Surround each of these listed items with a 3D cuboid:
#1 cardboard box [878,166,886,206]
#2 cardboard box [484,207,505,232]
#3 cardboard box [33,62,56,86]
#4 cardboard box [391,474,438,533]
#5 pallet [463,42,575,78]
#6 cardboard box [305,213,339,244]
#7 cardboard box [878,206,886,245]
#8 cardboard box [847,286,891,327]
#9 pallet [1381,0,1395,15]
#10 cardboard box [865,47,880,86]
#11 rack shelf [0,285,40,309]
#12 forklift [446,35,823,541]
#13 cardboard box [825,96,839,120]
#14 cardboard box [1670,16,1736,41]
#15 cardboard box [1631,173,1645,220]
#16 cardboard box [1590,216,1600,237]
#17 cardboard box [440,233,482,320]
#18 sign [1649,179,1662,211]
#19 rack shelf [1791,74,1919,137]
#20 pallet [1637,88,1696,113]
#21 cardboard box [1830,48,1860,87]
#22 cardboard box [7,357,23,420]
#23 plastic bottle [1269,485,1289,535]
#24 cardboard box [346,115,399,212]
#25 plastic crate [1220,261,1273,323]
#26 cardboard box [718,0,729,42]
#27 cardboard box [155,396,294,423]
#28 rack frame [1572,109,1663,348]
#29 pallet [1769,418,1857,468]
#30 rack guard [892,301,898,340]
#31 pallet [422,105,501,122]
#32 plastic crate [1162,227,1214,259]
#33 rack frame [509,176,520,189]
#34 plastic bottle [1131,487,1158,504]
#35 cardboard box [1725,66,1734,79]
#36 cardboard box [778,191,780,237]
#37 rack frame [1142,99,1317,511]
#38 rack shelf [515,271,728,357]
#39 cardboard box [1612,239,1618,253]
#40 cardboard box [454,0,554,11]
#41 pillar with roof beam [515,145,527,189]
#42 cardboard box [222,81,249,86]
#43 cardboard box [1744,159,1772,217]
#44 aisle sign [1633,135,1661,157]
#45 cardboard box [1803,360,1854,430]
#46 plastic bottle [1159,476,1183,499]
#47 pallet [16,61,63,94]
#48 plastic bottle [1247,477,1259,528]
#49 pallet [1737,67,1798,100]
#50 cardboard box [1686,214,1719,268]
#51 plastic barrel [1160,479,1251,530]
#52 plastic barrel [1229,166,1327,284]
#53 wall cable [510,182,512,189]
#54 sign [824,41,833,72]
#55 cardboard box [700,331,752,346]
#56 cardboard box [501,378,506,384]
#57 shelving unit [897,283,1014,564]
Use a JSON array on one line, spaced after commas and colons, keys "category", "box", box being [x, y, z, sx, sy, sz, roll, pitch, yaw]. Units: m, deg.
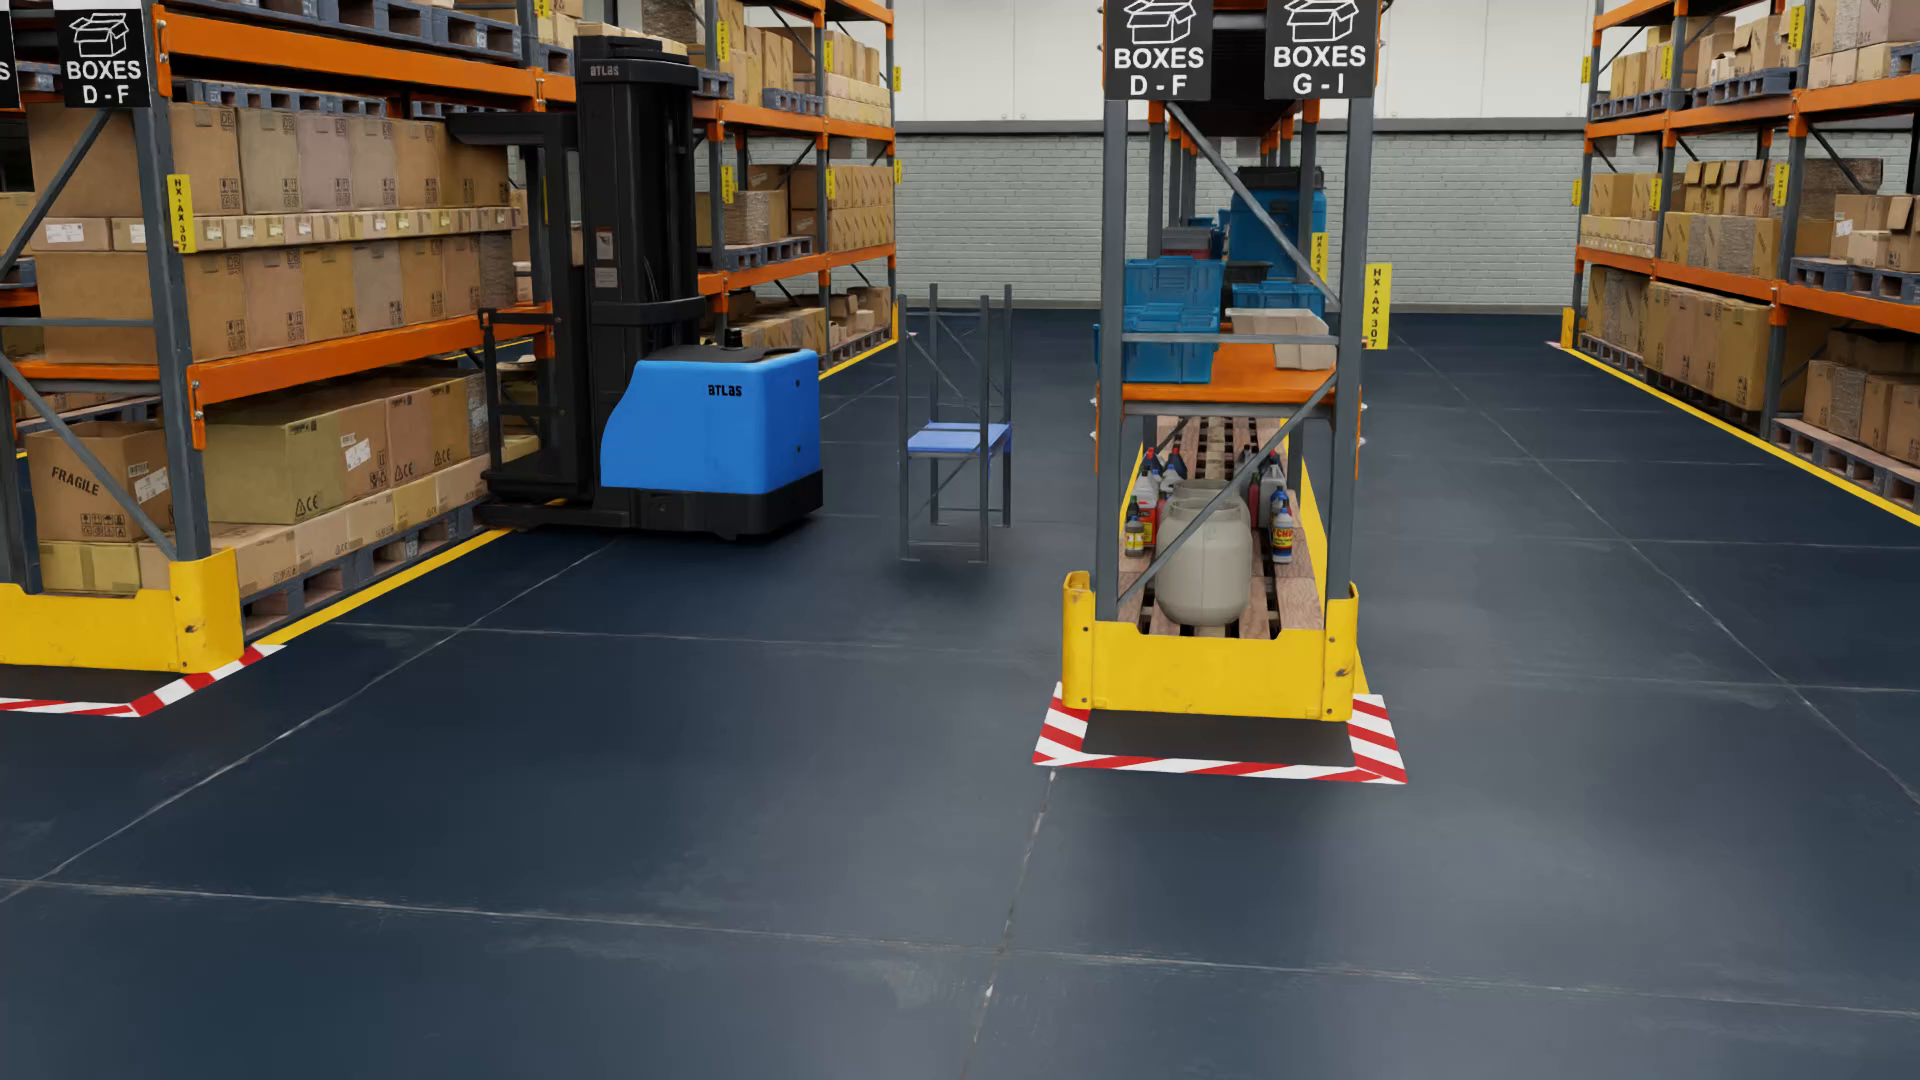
[{"category": "cardboard box", "box": [-1.257, -4.601, 21.610, 0.500, 0.500, 0.500, 2, 12, 10]}, {"category": "cardboard box", "box": [-3.099, -2.023, 10.482, 0.380, 0.149, 0.250, 2, 12, 7]}, {"category": "cardboard box", "box": [-7.800, -4.024, 14.132, 0.797, 0.503, 0.637, 4, 13, 17]}, {"category": "cardboard box", "box": [-3.309, -0.217, 9.409, 0.500, 0.250, 0.500, 2, 12, 9]}, {"category": "pallet", "box": [-3.106, -3.329, 11.652, 0.805, 0.209, 1.217, 1, 12, 6]}, {"category": "cardboard box", "box": [-3.413, -1.595, 8.496, 0.380, 0.149, 0.250, 1, 12, 7]}, {"category": "cardboard box", "box": [-1.259, -4.108, 21.700, 0.500, 0.500, 0.500, 2, 12, 9]}, {"category": "cardboard box", "box": [-1.223, -3.142, 22.340, 0.500, 0.500, 0.500, 2, 12, 9]}, {"category": "pallet", "box": [1.274, -2.321, 6.971, 1.003, 0.211, 1.213, 2, 12, 9]}, {"category": "cardboard box", "box": [-1.446, -6.166, 21.755, 0.700, 0.500, 0.500, 2, 12, 9]}, {"category": "rack shelf", "box": [-7.816, -1.996, 13.843, 1.077, 0.370, 4.000, 2, 12, 9]}, {"category": "forklift", "box": [-2.454, -1.583, 10.383, 3.031, 2.935, 1.130, 4, 13, 16]}, {"category": "cardboard box", "box": [-1.679, -4.923, 18.954, 0.500, 0.250, 0.500, 2, 12, 9]}, {"category": "cardboard box", "box": [7.941, -5.447, 17.776, 0.500, 0.250, 0.500, 1, 12, 5]}, {"category": "cardboard box", "box": [7.677, -3.762, 18.202, 0.500, 0.500, 0.500, 2, 12, 9]}, {"category": "cardboard box", "box": [7.991, -3.820, 20.251, 0.500, 0.250, 0.500, 2, 12, 8]}, {"category": "cardboard box", "box": [-3.365, -1.618, 10.144, 0.700, 0.500, 0.500, 2, 12, 8]}, {"category": "sign", "box": [7.241, -3.595, 17.311, 0.100, 0.325, 0.005, 2, 12, 9]}, {"category": "rack shelf", "box": [6.867, -2.981, 11.293, 1.077, 0.370, 4.000, 2, 12, 9]}, {"category": "pallet", "box": [7.926, -4.708, 17.811, 1.003, 0.211, 1.213, 2, 12, 9]}, {"category": "cardboard box", "box": [6.771, -3.479, 12.253, 0.500, 0.250, 0.500, 2, 12, 10]}, {"category": "cardboard box", "box": [-7.997, -1.187, 13.273, 0.700, 0.500, 0.500, 2, 12, 8]}, {"category": "plastic bottle", "box": [1.736, -0.161, 9.051, 0.097, 0.271, 0.097, 0, 12, 0]}, {"category": "cardboard box", "box": [-3.522, -2.049, 9.063, 0.700, 0.500, 0.500, 2, 12, 9]}, {"category": "plastic crate", "box": [1.459, -1.475, 9.866, 0.767, 0.338, 0.504, 2, 12, 9]}, {"category": "cardboard box", "box": [-2.462, -4.805, 15.439, 0.500, 0.500, 0.500, 2, 12, 9]}, {"category": "cardboard box", "box": [-3.916, -0.497, 8.928, 0.500, 0.500, 0.500, 2, 12, 9]}, {"category": "rack frame", "box": [8.405, -3.948, 21.192, 1.000, 3.000, 0.127, 2, 12, 9]}, {"category": "pallet", "box": [7.053, -0.757, 13.004, 1.003, 0.211, 1.213, 2, 12, 9]}, {"category": "rack guard", "box": [-1.395, -3.032, 22.875, 1.175, 0.500, 0.348, 2, 12, 9]}, {"category": "pallet", "box": [-6.567, -5.443, 21.220, 1.003, 0.211, 1.213, 2, 12, 9]}, {"category": "plastic crate", "box": [1.730, -2.148, 12.688, 0.402, 0.464, 0.583, 2, 12, 9]}, {"category": "rack frame", "box": [-6.278, -4.429, 23.427, 1.000, 3.000, 0.127, 2, 12, 9]}, {"category": "plastic bottle", "box": [0.987, -0.138, 8.936, 0.152, 0.276, 0.135, 2, 12, 7]}, {"category": "cardboard box", "box": [7.412, -4.359, 15.579, 0.380, 0.149, 0.250, 1, 12, 6]}, {"category": "cardboard box", "box": [-2.335, -3.455, 17.669, 0.700, 0.500, 0.500, 4, 13, 18]}, {"category": "rack frame", "box": [1.665, -1.610, 10.346, 1.000, 3.000, 0.127, 2, 12, 9]}, {"category": "rack shelf", "box": [-2.921, -1.836, 13.102, 1.077, 0.370, 4.000, 2, 12, 9]}, {"category": "cardboard box", "box": [7.750, -3.387, 19.186, 0.380, 0.149, 0.250, 2, 12, 10]}, {"category": "cardboard box", "box": [-3.095, -3.864, 11.261, 0.500, 0.500, 0.500, 2, 12, 9]}, {"category": "pillar with roof beam", "box": [-2.464, -7.813, 24.885, 9.100, 9.000, 0.400, 2, 12, 9]}, {"category": "cardboard box", "box": [-7.461, -4.709, 16.323, 0.700, 0.500, 0.500, 1, 12, 6]}, {"category": "cardboard box", "box": [7.406, -3.109, 14.682, 0.797, 0.503, 0.637, 2, 12, 10]}, {"category": "aisle sign", "box": [8.712, -5.224, 20.943, 0.394, 0.787, 0.004, 2, 12, 9]}, {"category": "cardboard box", "box": [7.091, -1.136, 13.032, 0.700, 0.500, 0.500, 1, 12, 6]}, {"category": "plastic bottle", "box": [1.187, -0.212, 9.278, 0.152, 0.276, 0.135, 2, 12, 9]}, {"category": "pallet", "box": [-7.767, -3.647, 13.122, 1.213, 0.211, 1.003, 2, 12, 9]}, {"category": "plastic bottle", "box": [1.638, -0.217, 9.282, 0.061, 0.283, 0.133, 2, 12, 9]}, {"category": "pallet", "box": [7.221, -3.792, 13.799, 1.213, 0.211, 1.003, 2, 12, 11]}, {"category": "cardboard box", "box": [7.318, -2.868, 15.942, 0.500, 0.500, 0.500, 2, 12, 7]}, {"category": "plastic barrel", "box": [1.153, -0.011, 7.831, 0.421, 0.512, 0.421, 0, 12, 0]}, {"category": "plastic barrel", "box": [2.024, -1.926, 10.621, 0.600, 0.901, 0.708, 2, 12, 9]}, {"category": "wall cable", "box": [-7.016, -5.223, 24.699, 0.084, 1.984, 1.851, 2, 12, 9]}, {"category": "sign", "box": [-1.449, -5.331, 18.330, 0.100, 0.325, 0.005, 2, 12, 9]}, {"category": "cardboard box", "box": [-2.261, -1.683, 15.572, 0.500, 0.500, 0.500, 2, 12, 11]}, {"category": "cardboard box", "box": [-3.450, -1.001, 11.715, 0.500, 0.311, 0.500, 2, 12, 9]}, {"category": "shelving unit", "box": [-0.013, -0.715, 9.753, 0.538, 1.500, 1.048, 2, 12, 9]}]
